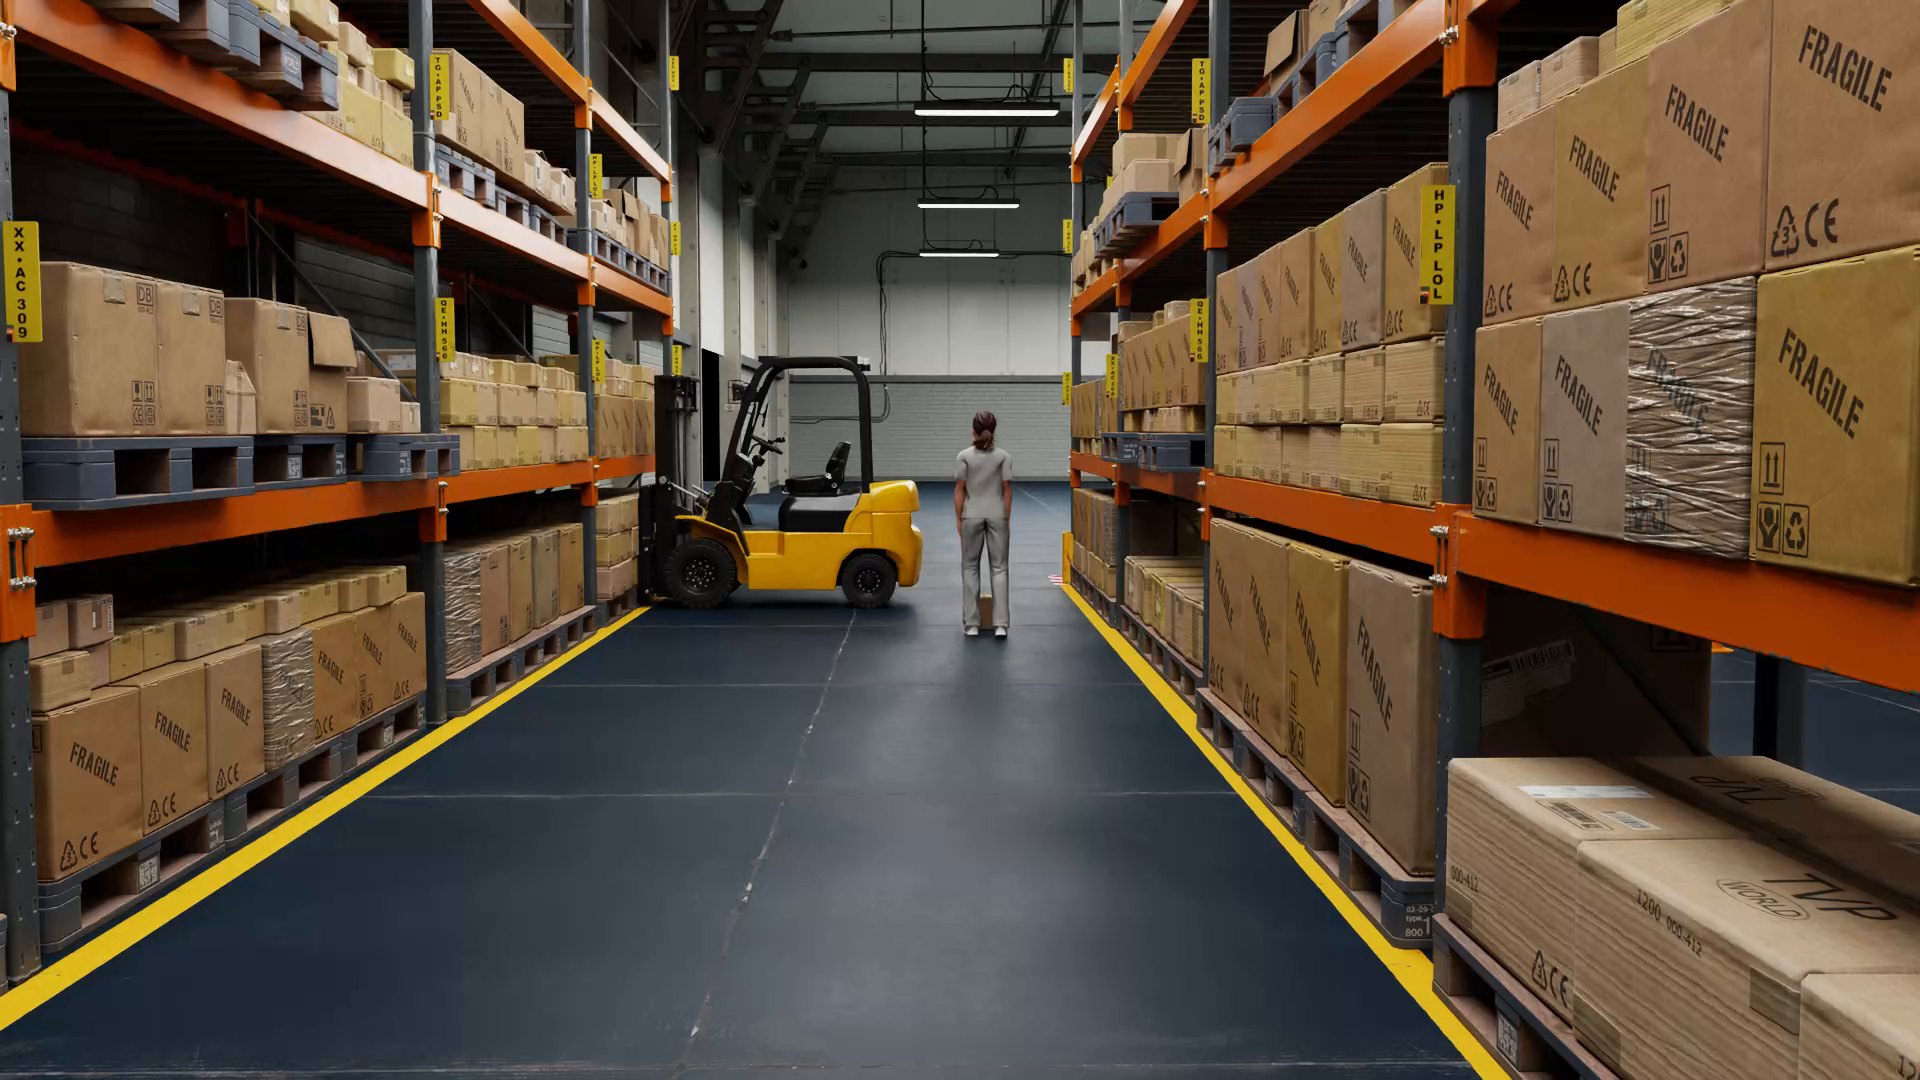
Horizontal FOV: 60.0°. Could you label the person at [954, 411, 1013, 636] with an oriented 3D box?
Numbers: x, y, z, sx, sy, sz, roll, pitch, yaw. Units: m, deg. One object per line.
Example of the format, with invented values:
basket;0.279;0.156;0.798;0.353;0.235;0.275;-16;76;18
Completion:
person;0.175;-0.116;12.341;0.437;1.679;0.367;0;4;0
